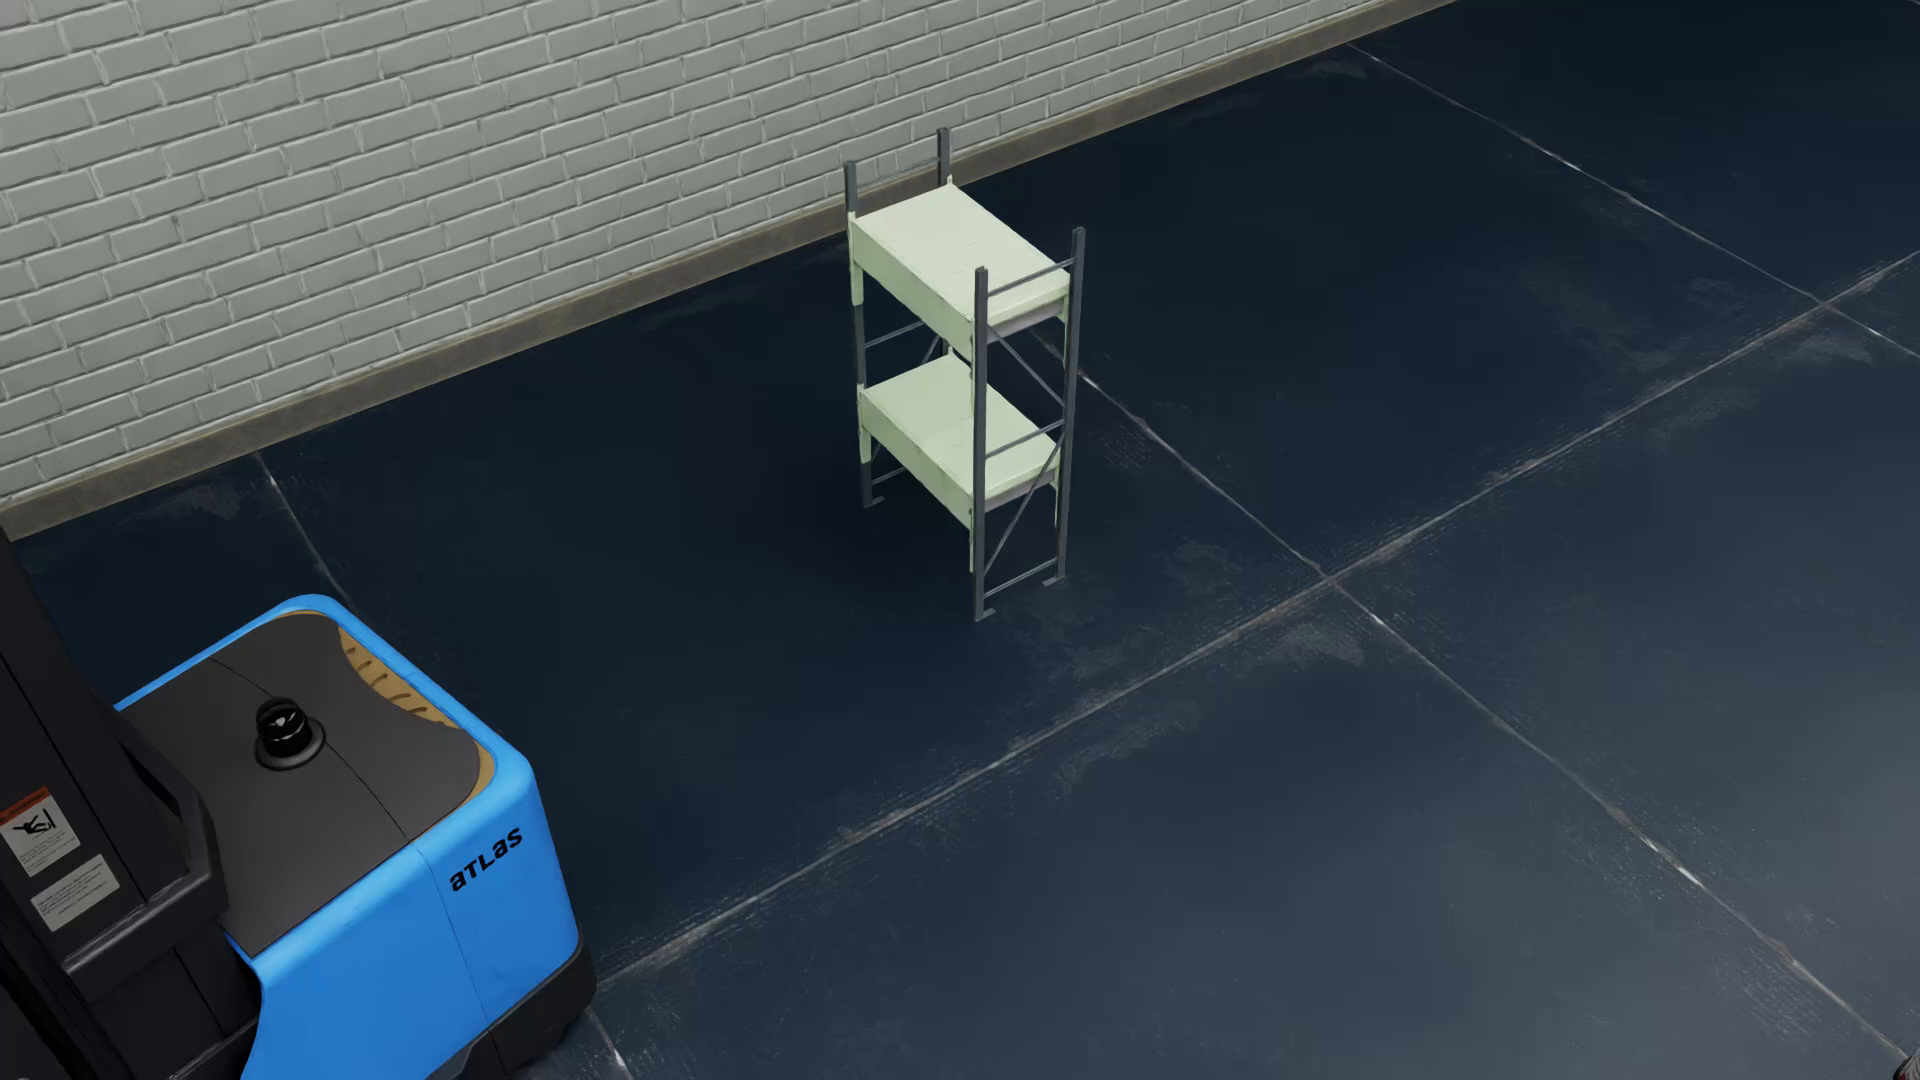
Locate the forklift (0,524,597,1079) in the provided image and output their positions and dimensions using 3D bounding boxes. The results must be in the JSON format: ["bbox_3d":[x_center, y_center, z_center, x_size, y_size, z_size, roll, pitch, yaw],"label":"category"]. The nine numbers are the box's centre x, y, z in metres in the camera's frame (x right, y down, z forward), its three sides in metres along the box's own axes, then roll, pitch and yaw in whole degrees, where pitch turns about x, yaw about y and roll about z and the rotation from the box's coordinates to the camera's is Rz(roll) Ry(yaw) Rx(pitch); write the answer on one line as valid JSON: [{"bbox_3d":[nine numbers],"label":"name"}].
[{"bbox_3d":[-2.397,0.823,3.266,1.130,2.935,3.031,31,52,29],"label":"forklift"}]

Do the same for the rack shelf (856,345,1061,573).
[{"bbox_3d":[0.004,-0.303,5.953,0.431,0.370,0.720,-26,49,-24],"label":"rack shelf"}]

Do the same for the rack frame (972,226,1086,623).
[{"bbox_3d":[0.213,-0.331,5.511,0.400,1.500,0.023,-26,49,-24],"label":"rack frame"}]

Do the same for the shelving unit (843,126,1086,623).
[{"bbox_3d":[0.004,-0.539,5.728,0.431,1.500,0.755,-26,49,-24],"label":"shelving unit"}]

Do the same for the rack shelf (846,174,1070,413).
[{"bbox_3d":[0.004,-0.821,5.459,0.431,0.370,0.720,-26,49,-24],"label":"rack shelf"}]

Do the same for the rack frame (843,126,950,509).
[{"bbox_3d":[-0.206,-0.746,5.945,0.400,1.500,0.023,-26,49,-24],"label":"rack frame"}]
